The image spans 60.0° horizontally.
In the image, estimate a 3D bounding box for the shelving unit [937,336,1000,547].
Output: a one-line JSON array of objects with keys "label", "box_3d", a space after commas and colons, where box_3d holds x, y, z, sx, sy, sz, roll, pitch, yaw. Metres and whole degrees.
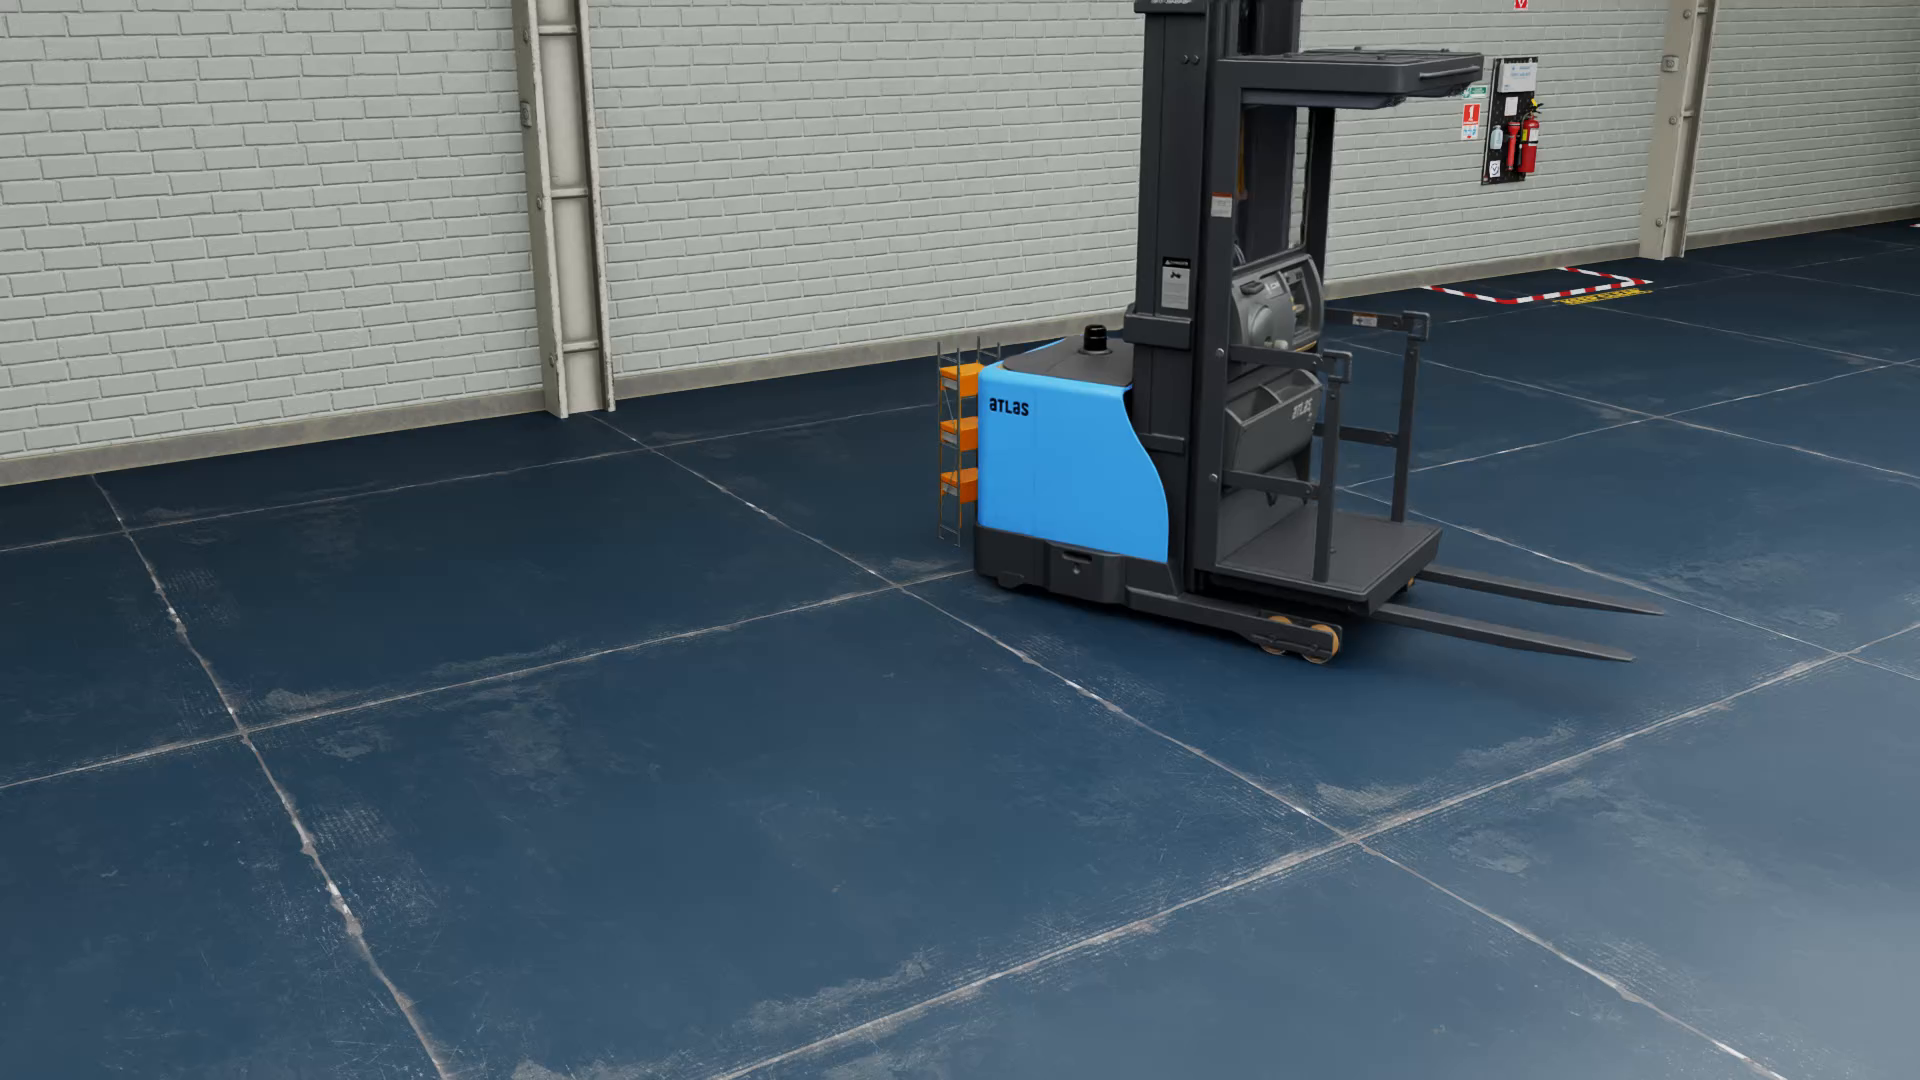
[{"label": "shelving unit", "box_3d": [0.045, -0.507, 8.605, 0.252, 1.050, 0.215, -12, 22, -31]}]

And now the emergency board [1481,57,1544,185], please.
[{"label": "emergency board", "box_3d": [5.337, -4.002, 15.899, 0.643, 1.169, 0.194, -12, 22, -31]}]

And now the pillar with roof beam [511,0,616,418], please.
[{"label": "pillar with roof beam", "box_3d": [-0.233, -4.004, 6.537, 0.400, 9.000, 9.100, -12, 22, -31]}]

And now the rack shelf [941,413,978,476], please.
[{"label": "rack shelf", "box_3d": [0.045, -0.497, 8.608, 0.240, 0.259, 0.215, -12, 22, -31]}]

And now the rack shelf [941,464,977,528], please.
[{"label": "rack shelf", "box_3d": [0.045, -0.233, 8.697, 0.240, 0.259, 0.215, -12, 22, -31]}]

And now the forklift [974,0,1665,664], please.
[{"label": "forklift", "box_3d": [1.584, -1.049, 7.272, 3.031, 2.935, 1.130, 12, 22, 31]}]

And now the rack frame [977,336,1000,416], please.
[{"label": "rack frame", "box_3d": [0.147, -0.528, 8.668, 0.008, 1.050, 0.200, -12, 22, -31]}]

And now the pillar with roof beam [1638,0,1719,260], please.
[{"label": "pillar with roof beam", "box_3d": [9.789, -6.118, 12.789, 0.400, 9.000, 9.100, -12, 22, -31]}]

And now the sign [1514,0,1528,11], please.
[{"label": "sign", "box_3d": [5.275, -5.125, 15.602, 0.199, 0.298, 0.001, -12, 22, -31]}]

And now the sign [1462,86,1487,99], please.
[{"label": "sign", "box_3d": [4.827, -4.199, 15.597, 0.331, 0.109, 0.001, -12, 22, -31]}]

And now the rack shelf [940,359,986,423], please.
[{"label": "rack shelf", "box_3d": [0.045, -0.766, 8.517, 0.240, 0.259, 0.215, -12, 22, -31]}]

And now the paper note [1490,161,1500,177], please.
[{"label": "paper note", "box_3d": [5.151, -3.572, 16.002, 0.142, 0.148, 0.016, -12, 22, -31]}]

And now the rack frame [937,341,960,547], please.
[{"label": "rack frame", "box_3d": [-0.057, -0.485, 8.541, 0.008, 1.050, 0.200, -12, 22, -31]}]

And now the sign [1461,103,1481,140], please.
[{"label": "sign", "box_3d": [4.818, -3.949, 15.687, 0.234, 0.329, 0.001, -12, 22, -31]}]
